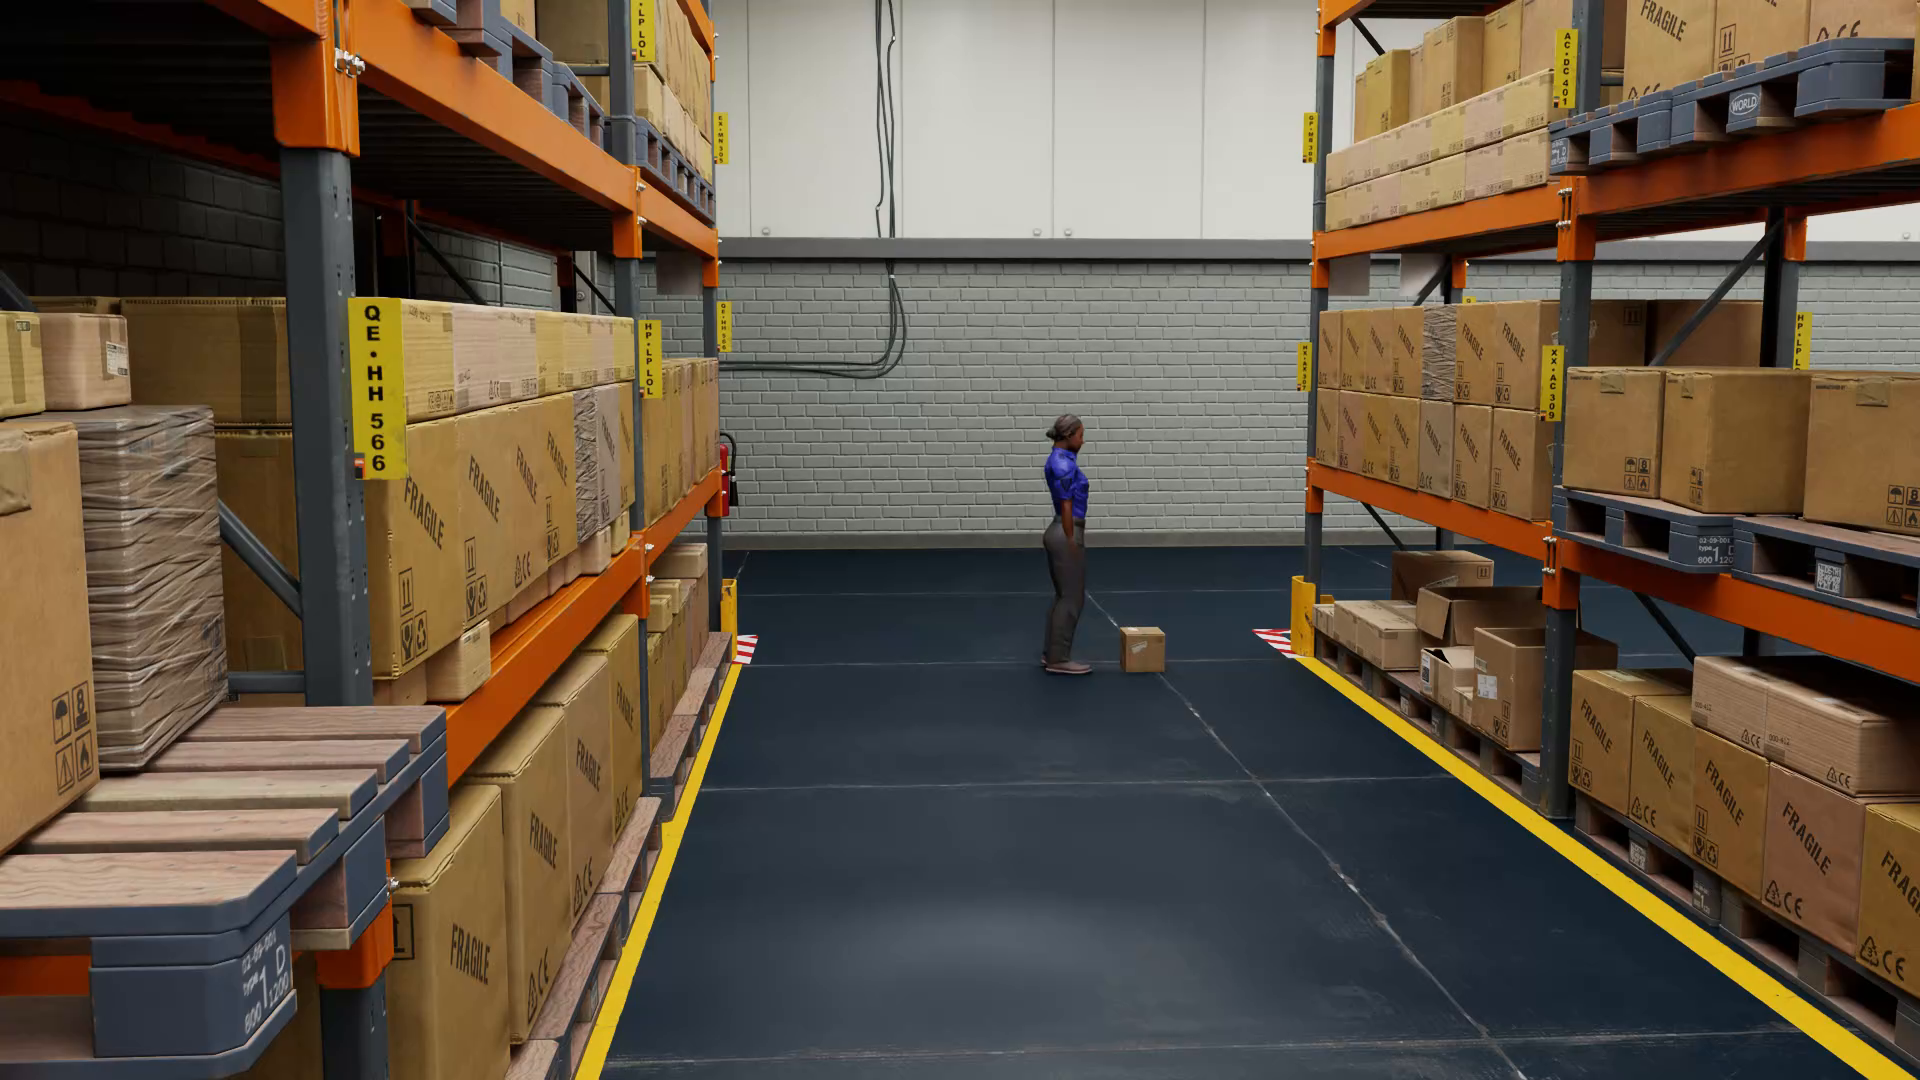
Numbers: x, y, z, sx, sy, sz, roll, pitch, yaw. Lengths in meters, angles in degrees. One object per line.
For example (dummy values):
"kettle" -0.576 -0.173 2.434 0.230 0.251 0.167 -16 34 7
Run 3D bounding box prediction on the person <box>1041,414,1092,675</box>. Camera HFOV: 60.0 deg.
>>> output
"person" 0.684 0.024 10.653 0.301 1.664 0.438 0 7 -3
